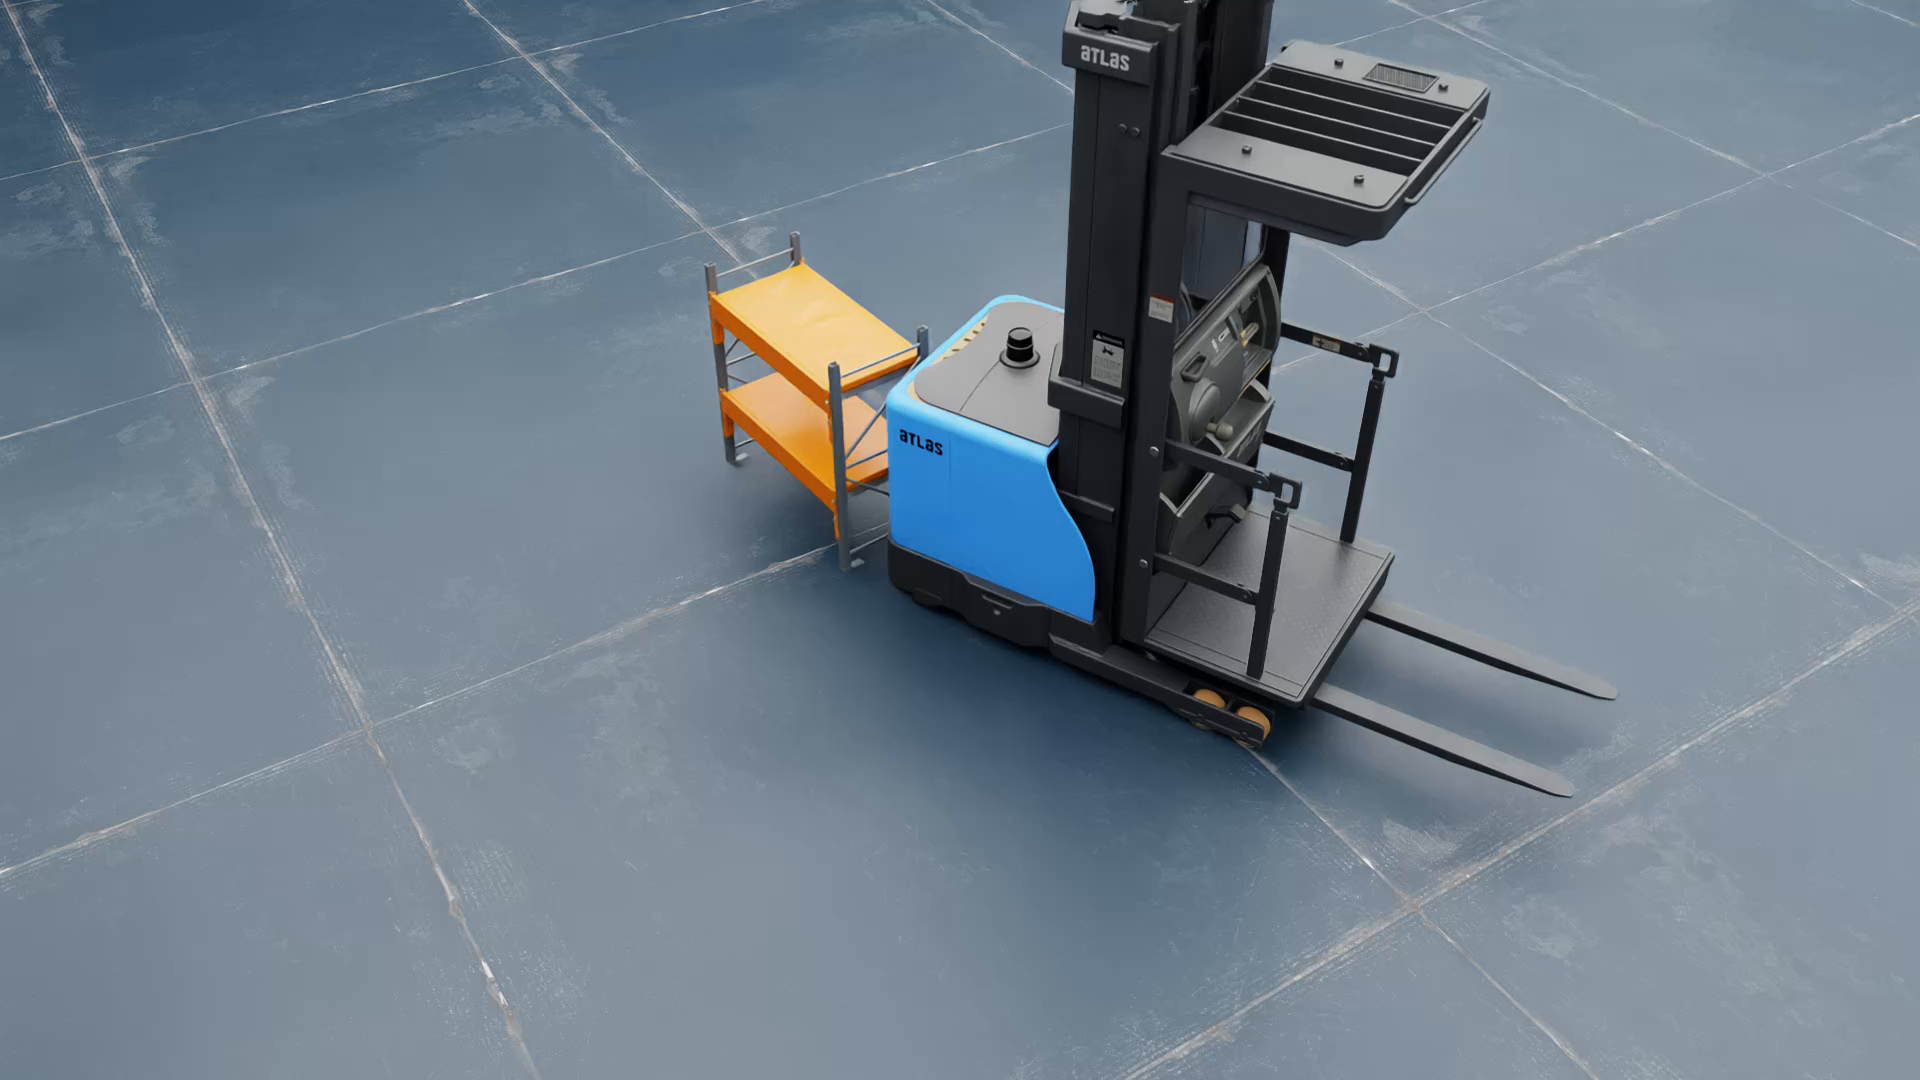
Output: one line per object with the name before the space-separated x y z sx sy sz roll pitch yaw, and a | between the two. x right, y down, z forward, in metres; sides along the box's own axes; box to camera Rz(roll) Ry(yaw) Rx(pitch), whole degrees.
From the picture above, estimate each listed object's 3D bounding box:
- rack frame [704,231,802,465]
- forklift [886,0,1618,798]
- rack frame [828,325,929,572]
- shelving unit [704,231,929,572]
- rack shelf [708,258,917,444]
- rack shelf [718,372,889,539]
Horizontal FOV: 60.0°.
rack frame | -0.955 -0.911 8.025 0.500 1.125 0.032 -26 46 -27
forklift | 1.202 -0.670 6.325 3.031 2.935 1.130 22 44 24
rack frame | -0.344 -0.390 7.400 0.500 1.125 0.032 -26 46 -27
shelving unit | -0.649 -0.651 7.713 0.538 1.125 1.048 -26 46 -27
rack shelf | -0.649 -0.875 7.525 0.538 0.278 1.000 -26 46 -27
rack shelf | -0.649 -0.463 7.869 0.538 0.278 1.000 -26 46 -27
